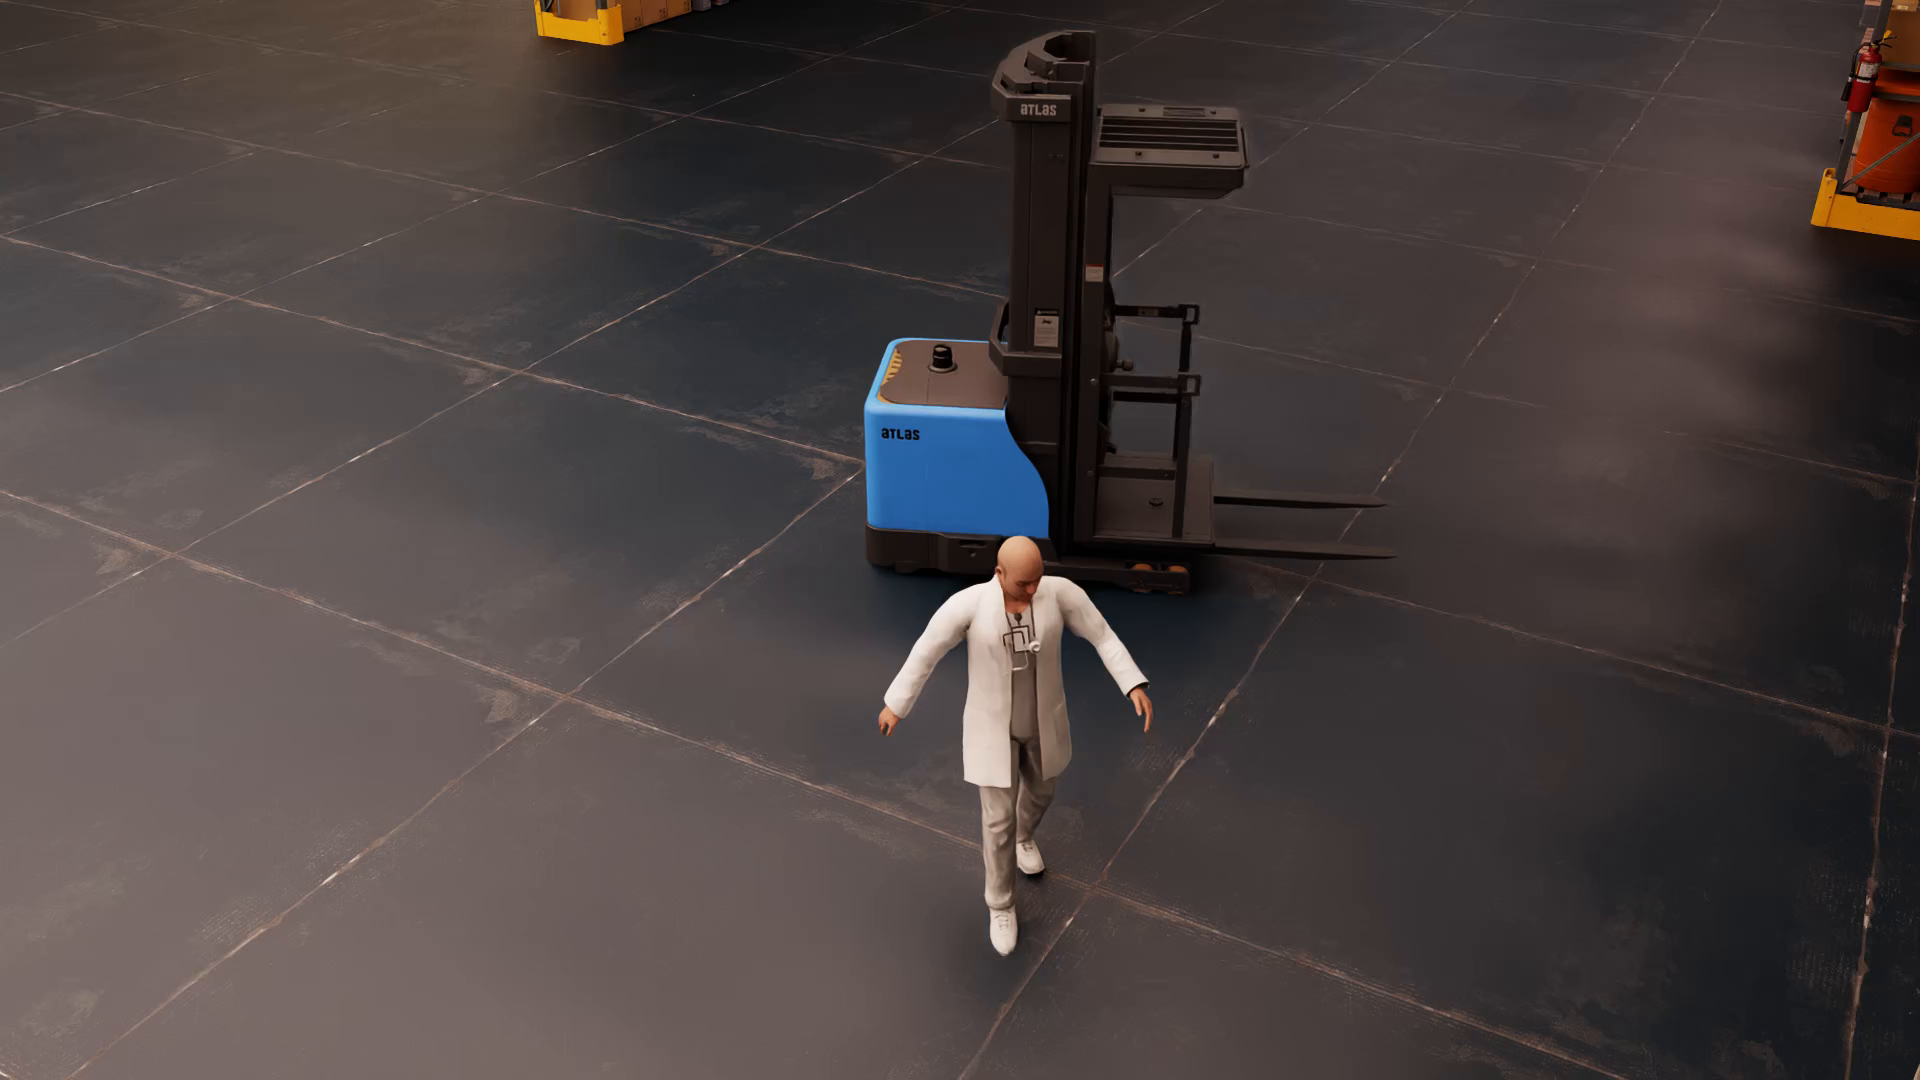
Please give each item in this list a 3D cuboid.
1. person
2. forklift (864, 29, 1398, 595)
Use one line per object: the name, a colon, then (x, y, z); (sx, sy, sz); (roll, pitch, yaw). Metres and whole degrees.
person: (0.212, 0.793, 6.907); (1.032, 1.765, 0.797); (-7, 31, -12)
forklift: (1.008, -1.237, 9.214); (3.031, 2.935, 1.130); (3, 30, 6)
